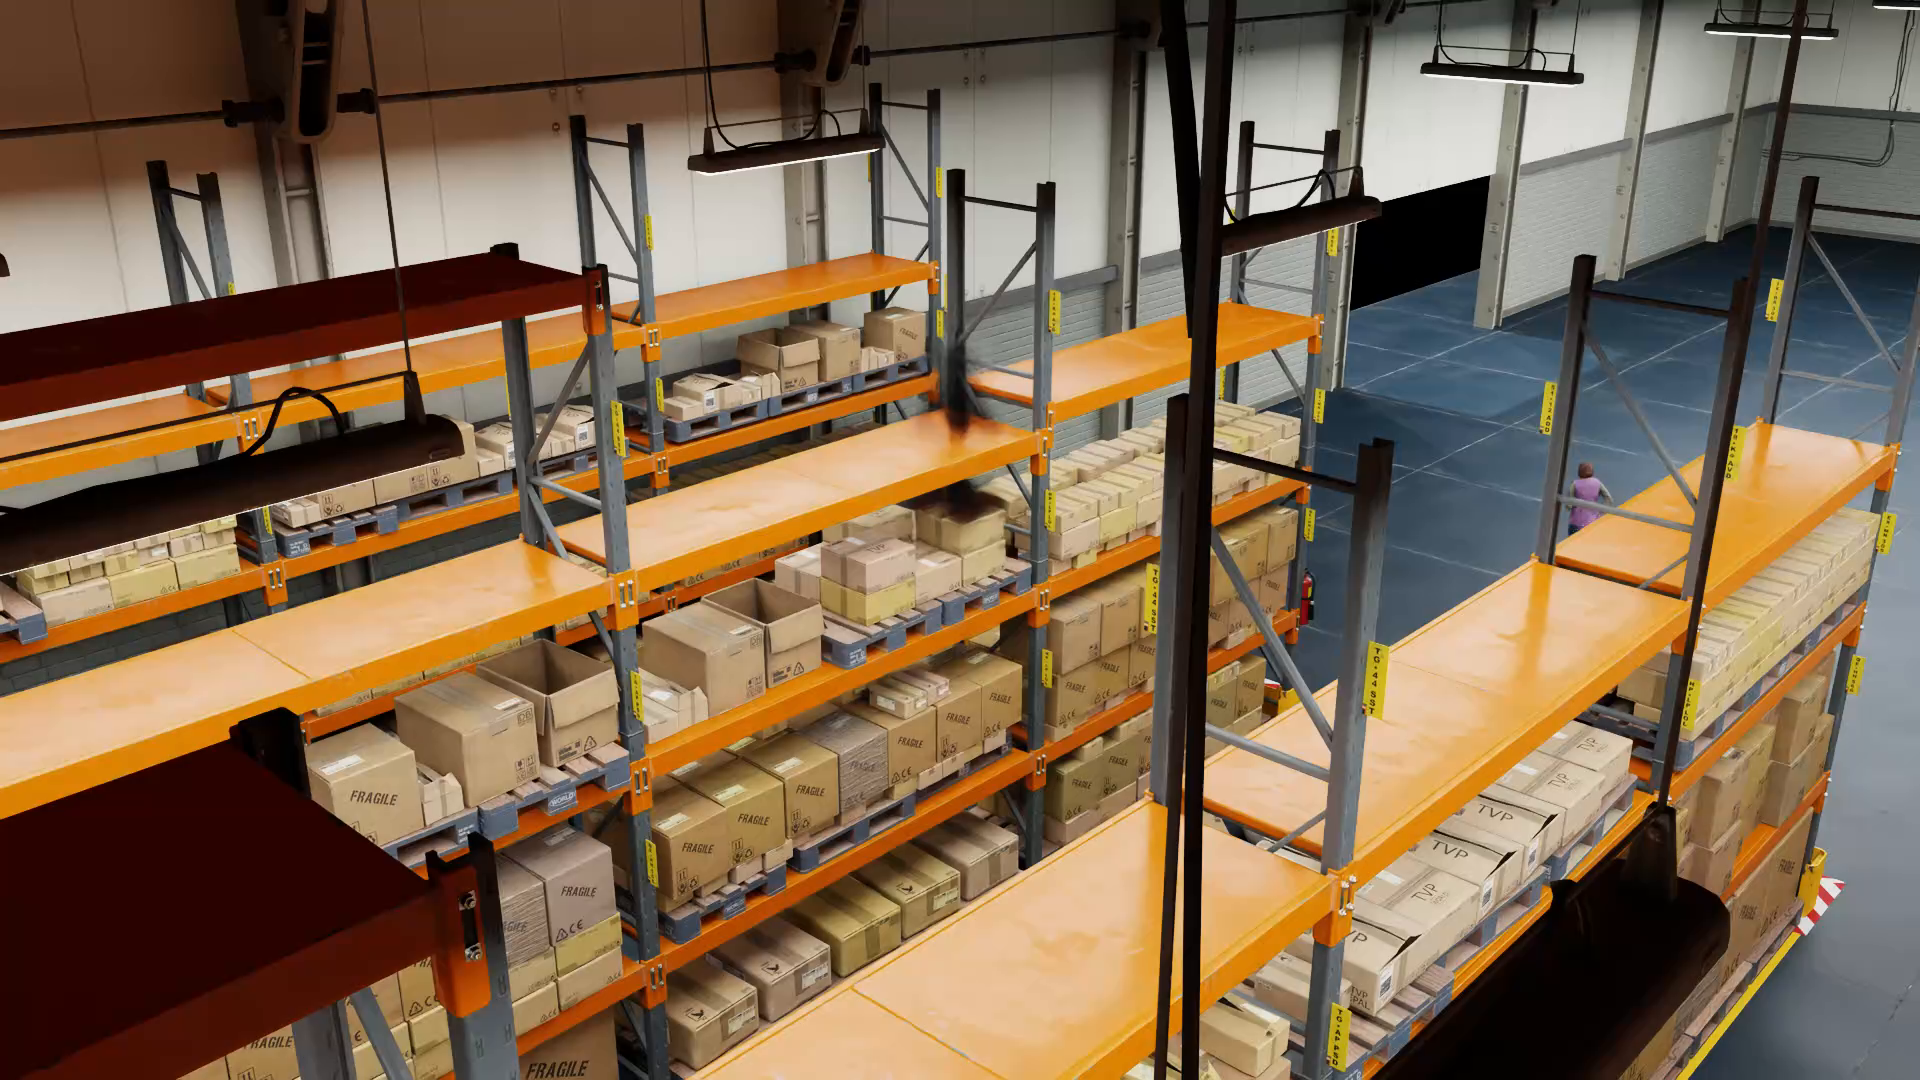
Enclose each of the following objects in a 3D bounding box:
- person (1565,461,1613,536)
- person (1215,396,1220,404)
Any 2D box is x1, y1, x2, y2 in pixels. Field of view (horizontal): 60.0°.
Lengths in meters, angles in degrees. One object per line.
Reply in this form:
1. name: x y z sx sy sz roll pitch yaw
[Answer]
1. person: 7.668 -0.224 20.484 0.530 1.538 0.561 -1 21 -4
2. person: 3.311 -1.108 22.587 0.689 1.686 0.737 12 24 27
